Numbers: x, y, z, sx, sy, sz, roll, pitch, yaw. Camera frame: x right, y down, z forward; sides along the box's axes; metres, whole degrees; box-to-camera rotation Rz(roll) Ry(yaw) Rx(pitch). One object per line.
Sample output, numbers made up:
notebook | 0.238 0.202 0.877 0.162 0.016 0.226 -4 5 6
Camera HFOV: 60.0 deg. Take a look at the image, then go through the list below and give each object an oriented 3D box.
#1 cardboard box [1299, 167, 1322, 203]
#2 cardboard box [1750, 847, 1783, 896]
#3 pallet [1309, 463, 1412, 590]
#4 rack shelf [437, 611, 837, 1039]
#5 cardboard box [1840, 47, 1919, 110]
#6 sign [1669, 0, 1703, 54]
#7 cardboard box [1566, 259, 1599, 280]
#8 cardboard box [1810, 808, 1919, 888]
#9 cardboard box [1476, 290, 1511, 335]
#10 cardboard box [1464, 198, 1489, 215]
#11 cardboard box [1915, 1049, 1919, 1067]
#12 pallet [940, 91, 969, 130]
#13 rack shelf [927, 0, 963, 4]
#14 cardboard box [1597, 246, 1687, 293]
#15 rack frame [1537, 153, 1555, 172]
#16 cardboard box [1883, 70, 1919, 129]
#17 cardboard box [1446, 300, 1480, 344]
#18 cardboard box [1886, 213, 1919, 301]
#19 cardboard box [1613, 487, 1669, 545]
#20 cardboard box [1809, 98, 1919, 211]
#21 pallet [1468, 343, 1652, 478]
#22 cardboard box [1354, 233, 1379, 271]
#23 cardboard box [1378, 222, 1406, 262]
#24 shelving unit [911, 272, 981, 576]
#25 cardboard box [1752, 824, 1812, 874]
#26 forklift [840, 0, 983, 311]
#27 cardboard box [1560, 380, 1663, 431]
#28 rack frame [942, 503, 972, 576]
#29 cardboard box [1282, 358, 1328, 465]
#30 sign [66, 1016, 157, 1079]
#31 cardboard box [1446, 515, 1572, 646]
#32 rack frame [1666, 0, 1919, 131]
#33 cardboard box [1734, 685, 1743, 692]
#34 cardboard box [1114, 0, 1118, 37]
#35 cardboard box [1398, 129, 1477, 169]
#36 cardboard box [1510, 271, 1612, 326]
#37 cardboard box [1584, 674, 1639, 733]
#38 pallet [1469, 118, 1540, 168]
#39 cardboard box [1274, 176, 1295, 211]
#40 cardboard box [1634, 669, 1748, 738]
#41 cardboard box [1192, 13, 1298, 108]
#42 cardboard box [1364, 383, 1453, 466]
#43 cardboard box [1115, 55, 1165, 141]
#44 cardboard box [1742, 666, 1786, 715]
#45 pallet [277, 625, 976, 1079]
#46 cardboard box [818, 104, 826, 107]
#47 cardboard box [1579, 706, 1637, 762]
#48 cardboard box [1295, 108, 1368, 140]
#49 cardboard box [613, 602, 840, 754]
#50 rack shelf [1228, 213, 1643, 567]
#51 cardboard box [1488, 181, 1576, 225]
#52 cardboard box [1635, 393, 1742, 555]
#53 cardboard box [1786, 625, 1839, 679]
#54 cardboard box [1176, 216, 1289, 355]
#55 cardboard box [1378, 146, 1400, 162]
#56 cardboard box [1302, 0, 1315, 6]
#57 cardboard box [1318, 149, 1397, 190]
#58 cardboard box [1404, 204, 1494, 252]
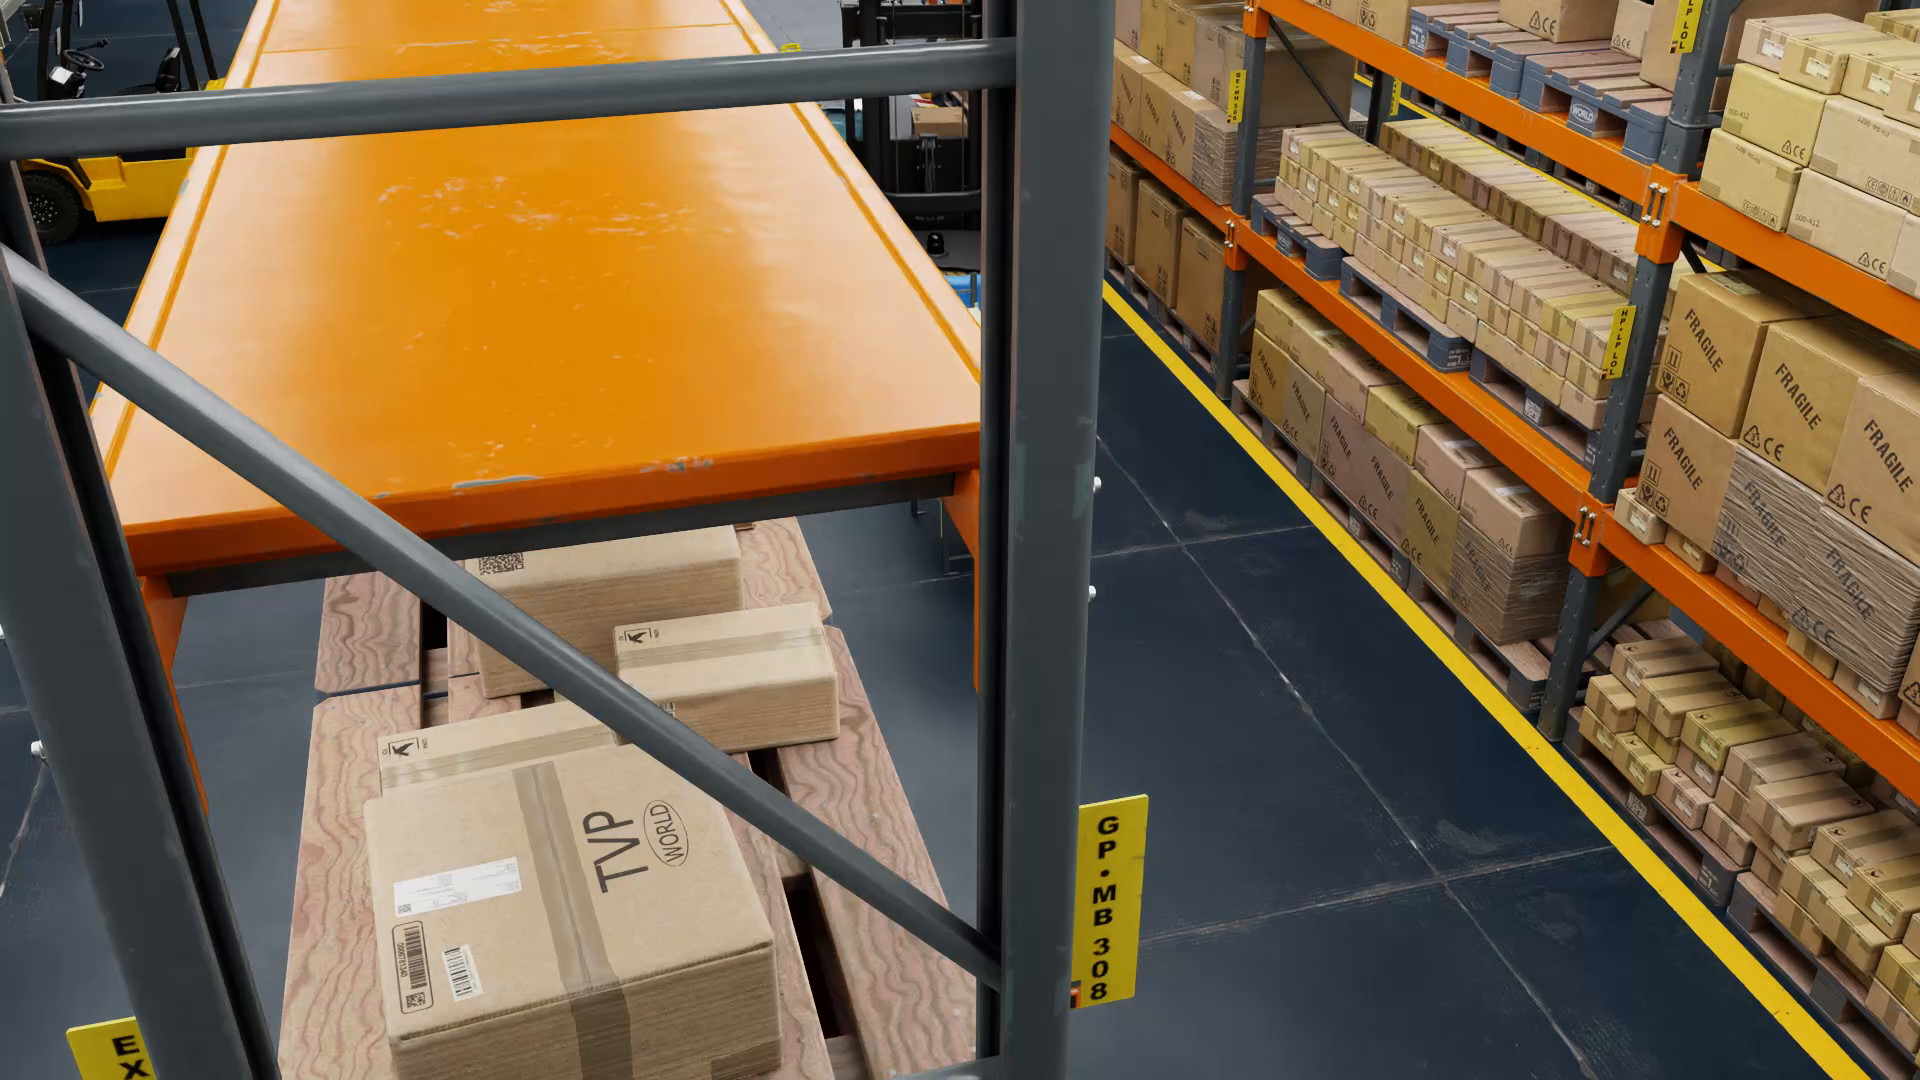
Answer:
cardboard box | 2.268 -2.151 10.007 0.380 0.149 0.250 -6 31 -11
cardboard box | 3.516 1.345 6.859 0.380 0.149 0.250 -9 31 -15
pallet | 2.786 -0.168 9.829 1.003 0.211 1.213 -8 31 -13
rack shelf | -0.893 0.277 4.000 1.077 0.370 4.000 -8 31 -13
cardboard box | 3.326 -1.609 5.793 0.380 0.149 0.250 -8 31 -14
sign | 2.787 -2.026 6.352 0.100 0.325 0.005 -8 31 -13
cardboard box | 3.377 -1.367 8.652 0.380 0.149 0.250 -7 31 -11
cardboard box | 3.576 1.214 6.491 0.380 0.149 0.250 -9 31 -15
cardboard box | 2.814 -1.155 8.286 0.380 0.149 0.250 -9 31 -15
cardboard box | 3.104 -1.867 9.516 0.380 0.149 0.250 -8 31 -14
cardboard box | 3.683 1.867 5.957 0.380 0.149 0.250 -9 31 -15
pallet | 0.424 -4.622 17.524 1.003 0.211 1.213 -8 31 -13
rack shelf | 0.667 -4.927 15.986 1.077 0.370 4.000 -8 31 -13
cardboard box | 3.451 -1.369 8.359 0.380 0.149 0.250 -8 31 -14
rack frame | 6.007 -4.883 15.192 1.000 3.000 0.127 -8 31 -13
cardboard box | 3.351 -1.477 5.566 0.380 0.149 0.250 -9 31 -15
cardboard box | 2.746 -1.148 8.570 0.380 0.149 0.250 -9 31 -15
cardboard box | 3.451 -0.888 5.446 0.500 0.250 0.500 -7 31 -11
cardboard box | 3.081 -0.120 7.213 0.380 0.149 0.250 -7 31 -11
cardboard box | 3.345 -1.353 5.749 0.500 0.250 0.500 -8 31 -13
pallet | 3.259 -0.714 8.181 1.003 0.211 1.213 -8 31 -13
cardboard box | 2.473 -1.652 9.442 0.380 0.149 0.250 -7 31 -12
cardboard box | 2.538 -1.660 9.159 0.380 0.149 0.250 -8 31 -14
shelving unit | -0.002 -0.652 9.380 0.431 1.500 0.755 -8 31 -13
cardboard box | 3.481 1.222 6.774 0.380 0.149 0.250 -6 31 -11
forklift | -0.248 -2.719 11.522 1.130 2.935 3.031 -2 30 -4
cardboard box | 3.025 -0.647 7.705 0.380 0.149 0.250 -9 31 -14
rack frame | 0.095 -0.476 9.074 0.400 1.500 0.023 -8 31 -13
cardboard box | 2.338 -0.822 10.253 0.500 0.500 0.500 -7 31 -13
sign | -0.889 0.649 1.836 0.100 0.325 0.005 -8 31 -13
cardboard box | 2.882 0.168 8.542 0.500 0.500 0.500 -8 31 -14
rack frame | 3.321 -3.005 5.959 1.000 3.000 0.127 -8 31 -13
cardboard box | 3.711 0.625 7.806 0.380 0.149 0.250 -7 31 -12
cardboard box | 1.474 -4.261 13.020 0.700 0.500 0.500 -8 31 -14
cardboard box | 2.896 -2.374 10.094 0.380 0.149 0.250 -8 31 -14
cardboard box | 2.888 -1.162 8.000 0.380 0.149 0.250 -9 31 -15
cardboard box | 3.109 0.732 7.620 0.380 0.149 0.250 -6 31 -11
pallet | 5.795 -3.996 16.443 1.003 0.211 1.213 -8 31 -13
cardboard box | 2.184 -2.171 10.337 0.380 0.149 0.250 -8 31 -14
cardboard box | 3.229 0.721 7.343 0.380 0.149 0.250 -6 31 -11
cardboard box | 2.015 -3.279 11.322 0.700 0.500 0.500 -8 31 -14
cardboard box | 2.602 -0.663 9.228 0.500 0.250 0.500 -9 31 -15
cardboard box | 1.478 -3.295 12.349 0.500 0.500 0.500 -7 31 -13
cardboard box | 3.773 0.641 7.480 0.380 0.149 0.250 -7 31 -13
pallet | -0.570 0.614 2.790 1.003 0.211 1.213 -8 31 -13
cardboard box | -1.702 -3.905 15.995 0.637 0.503 0.797 19 35 29
cardboard box | 3.108 0.862 7.693 0.380 0.149 0.250 -9 31 -15
cardboard box | 2.401 -2.637 11.211 0.500 0.500 0.500 -8 31 -13
cardboard box | -0.430 0.260 3.044 0.380 0.149 0.250 -7 31 -11
rack shelf | 2.791 -1.063 9.311 1.077 0.370 4.000 -8 31 -13
cardboard box | 3.173 -1.870 9.225 0.380 0.149 0.250 -6 31 -11
cardboard box | 3.210 -0.308 6.891 0.500 0.500 0.500 -8 31 -14
cardboard box | 3.413 0.380 6.350 0.380 0.149 0.250 -7 31 -12
cardboard box | 2.185 -1.855 11.786 1.050 0.750 0.750 -8 31 -14
cardboard box | 2.830 -2.364 10.375 0.380 0.149 0.250 -7 31 -12
cardboard box | 2.155 -3.371 9.485 0.500 0.500 0.500 -8 31 -13
cardboard box | 2.330 -2.174 9.749 0.380 0.149 0.250 -8 31 -14
cardboard box | 2.609 -1.667 8.873 0.380 0.149 0.250 -8 31 -14
